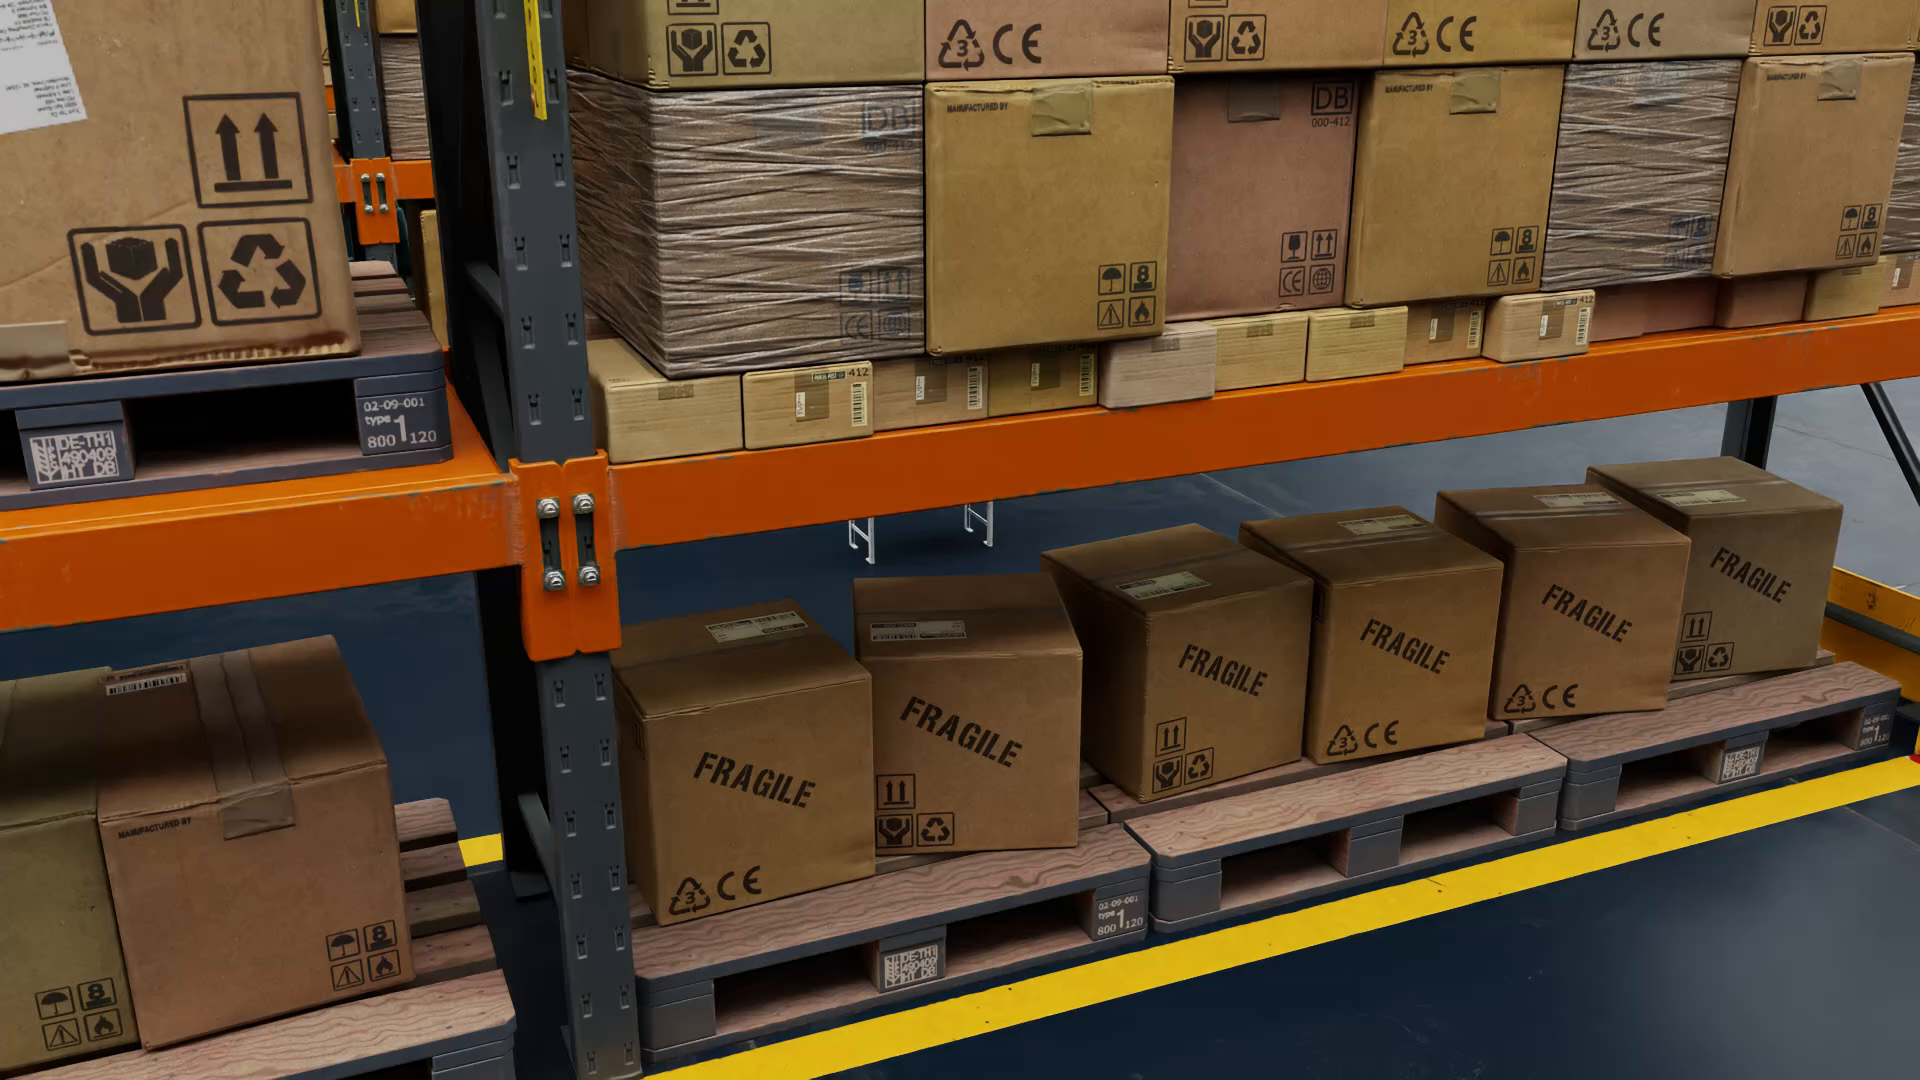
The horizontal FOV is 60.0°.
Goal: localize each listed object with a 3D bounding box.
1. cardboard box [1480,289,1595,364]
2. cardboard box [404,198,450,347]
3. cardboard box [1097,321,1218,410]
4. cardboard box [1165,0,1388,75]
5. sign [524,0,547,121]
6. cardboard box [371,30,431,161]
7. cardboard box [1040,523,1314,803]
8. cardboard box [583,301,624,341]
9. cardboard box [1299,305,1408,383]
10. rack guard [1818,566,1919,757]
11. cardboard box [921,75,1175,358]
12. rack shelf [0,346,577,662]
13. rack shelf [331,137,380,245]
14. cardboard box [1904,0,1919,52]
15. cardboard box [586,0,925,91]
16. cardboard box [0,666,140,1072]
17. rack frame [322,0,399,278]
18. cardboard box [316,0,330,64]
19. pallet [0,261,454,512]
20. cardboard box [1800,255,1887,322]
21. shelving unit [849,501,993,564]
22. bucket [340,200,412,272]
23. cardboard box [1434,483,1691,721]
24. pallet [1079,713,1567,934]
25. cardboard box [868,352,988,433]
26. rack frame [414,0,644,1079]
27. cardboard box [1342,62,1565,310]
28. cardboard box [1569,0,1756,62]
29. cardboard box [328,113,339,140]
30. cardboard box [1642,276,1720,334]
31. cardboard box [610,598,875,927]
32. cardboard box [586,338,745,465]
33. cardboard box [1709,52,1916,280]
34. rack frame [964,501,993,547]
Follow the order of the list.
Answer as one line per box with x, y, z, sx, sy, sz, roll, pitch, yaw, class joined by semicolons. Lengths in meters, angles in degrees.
1.254;-0.537;3.908;0.250;0.149;0.380;-8;21;-22;cardboard box
-2.170;-1.242;8.099;0.875;0.875;0.875;-8;21;-21;cardboard box
0.339;-0.403;3.529;0.250;0.149;0.380;-8;21;-22;cardboard box
0.529;-1.231;3.399;0.500;0.500;0.500;-8;21;-22;cardboard box
-0.680;-0.836;2.637;0.005;0.325;0.100;-8;21;-22;sign
-2.441;-2.107;7.765;0.550;0.550;0.875;-8;21;-22;cardboard box
0.542;0.299;4.289;0.500;0.500;0.500;-10;22;-27;cardboard box
-0.822;-0.458;3.685;0.250;0.149;0.380;-8;21;-22;cardboard box
0.786;-0.478;3.742;0.250;0.149;0.380;-8;21;-22;cardboard box
2.700;0.204;5.189;0.348;0.500;1.175;-8;21;-22;rack guard
0.008;-0.742;3.513;0.500;0.500;0.875;-8;21;-22;cardboard box
-2.739;0.144;2.680;4.000;0.370;1.077;-8;21;-22;rack shelf
-4.611;-1.382;7.014;4.000;0.370;1.077;-8;21;-22;rack shelf
2.363;-1.496;4.151;0.500;0.500;0.500;-8;21;-22;cardboard box
-0.389;-1.099;3.024;0.500;0.500;0.500;-8;21;-22;cardboard box
-1.921;0.644;3.278;0.500;0.500;0.700;-8;21;-22;cardboard box
-2.775;-1.985;7.642;0.127;3.000;1.000;-8;21;-22;rack frame
-4.314;-3.641;11.748;0.500;0.500;0.500;-8;21;-22;cardboard box
-1.662;-0.312;3.180;1.213;0.211;1.003;-8;21;-22;pallet
2.151;-0.685;4.328;0.250;0.149;0.380;-8;21;-22;cardboard box
-0.152;-0.544;6.261;0.503;1.200;0.258;-8;21;-22;shelving unit
-3.563;-1.878;9.981;0.620;0.611;0.726;-11;20;0;bucket
1.655;0.162;4.676;0.500;0.500;0.500;-3;20;-8;cardboard box
0.822;0.596;4.512;1.213;0.211;1.003;-8;21;-22;pallet
-0.133;-0.347;3.369;0.250;0.149;0.380;-8;21;-22;cardboard box
-0.903;-0.459;3.308;0.127;3.000;1.000;-8;21;-22;rack frame
0.903;-0.891;3.938;0.500;0.500;0.875;-8;21;-22;cardboard box
1.446;-1.364;3.775;0.500;0.500;0.500;-8;21;-22;cardboard box
-6.231;-4.100;16.406;0.500;0.250;0.500;-8;21;-22;cardboard box
1.669;-0.636;4.191;0.250;0.149;0.380;-8;21;-22;cardboard box
-0.520;0.482;3.768;0.500;0.500;0.500;-9;21;-24;cardboard box
-0.586;-0.277;3.170;0.250;0.149;0.380;-8;21;-22;cardboard box
1.842;-1.006;4.264;0.500;0.500;0.875;-8;21;-22;cardboard box
0.072;-0.576;6.352;0.015;1.200;0.240;-8;21;-22;rack frame
